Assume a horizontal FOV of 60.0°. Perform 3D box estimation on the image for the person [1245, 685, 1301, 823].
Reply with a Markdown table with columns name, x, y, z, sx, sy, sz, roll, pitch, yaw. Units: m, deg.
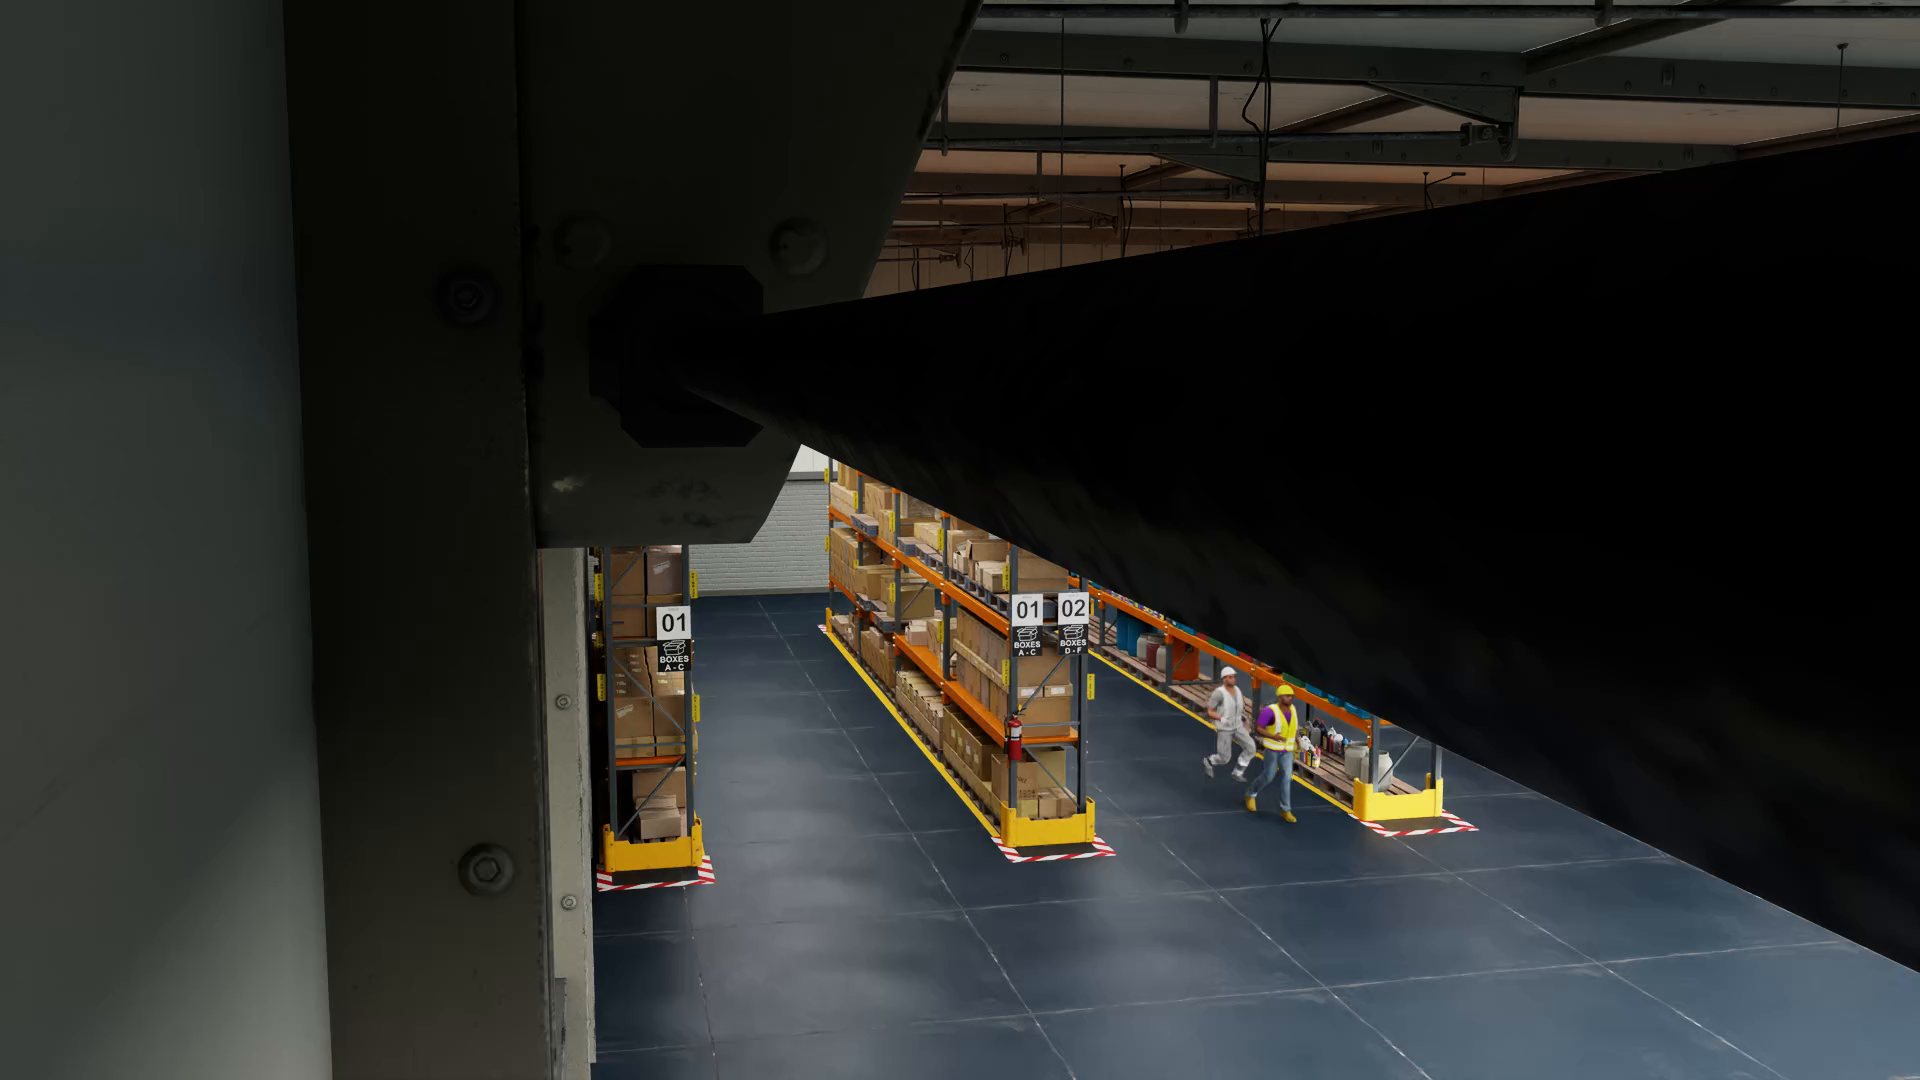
| name | x | y | z | sx | sy | sz | roll | pitch | yaw |
| --- | --- | --- | --- | --- | --- | --- | --- | --- | --- |
| person | 4.283 | 2.804 | 22.219 | 0.738 | 1.764 | 0.903 | -3 | 7 | -24 |

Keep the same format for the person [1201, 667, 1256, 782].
| name | x | y | z | sx | sy | sz | roll | pitch | yaw |
| --- | --- | --- | --- | --- | --- | --- | --- | --- | --- |
| person | 3.732 | 2.569 | 23.117 | 0.655 | 1.633 | 0.901 | -4 | 8 | -30 |
